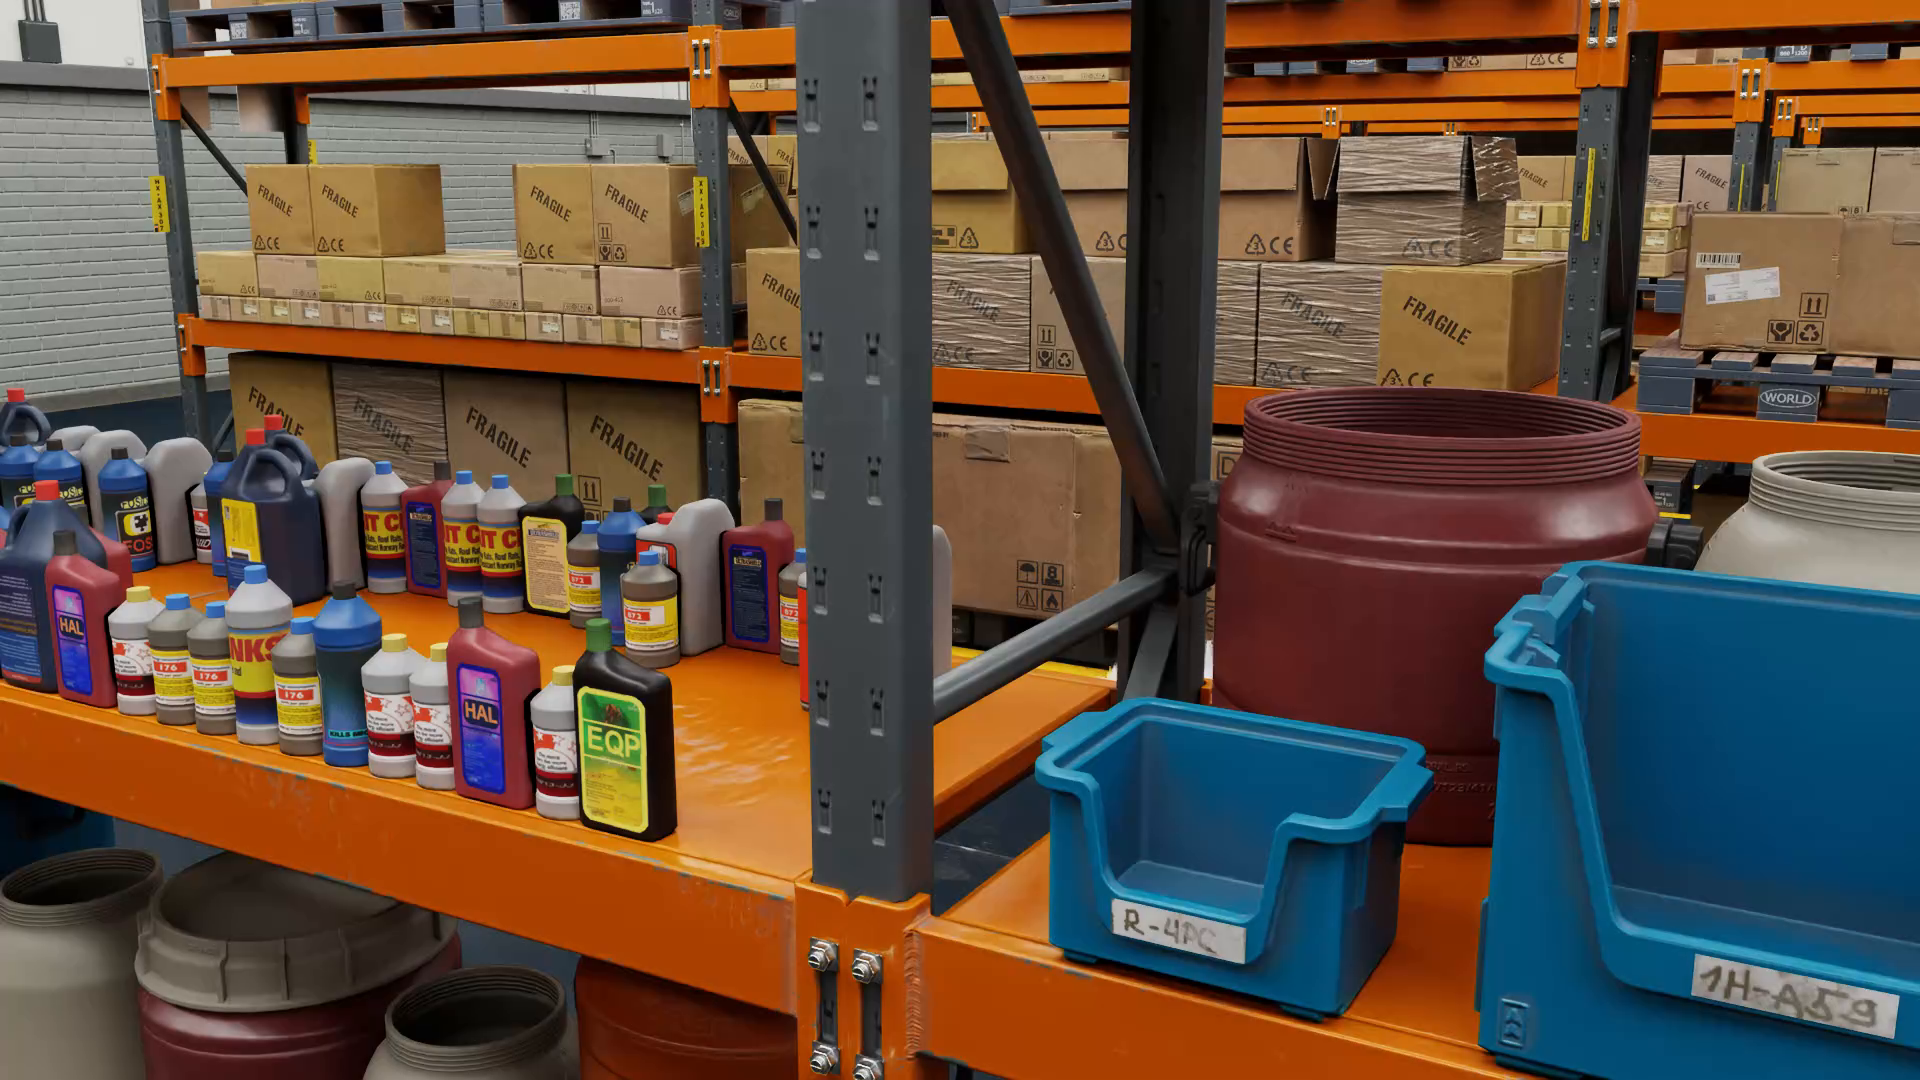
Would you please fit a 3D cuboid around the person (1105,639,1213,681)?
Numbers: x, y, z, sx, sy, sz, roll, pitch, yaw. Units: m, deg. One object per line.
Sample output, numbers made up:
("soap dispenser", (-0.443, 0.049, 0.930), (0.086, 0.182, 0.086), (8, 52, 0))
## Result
("person", (0.637, 0.726, 4.899), (0.518, 0.828, 0.977), (6, 14, 26))
